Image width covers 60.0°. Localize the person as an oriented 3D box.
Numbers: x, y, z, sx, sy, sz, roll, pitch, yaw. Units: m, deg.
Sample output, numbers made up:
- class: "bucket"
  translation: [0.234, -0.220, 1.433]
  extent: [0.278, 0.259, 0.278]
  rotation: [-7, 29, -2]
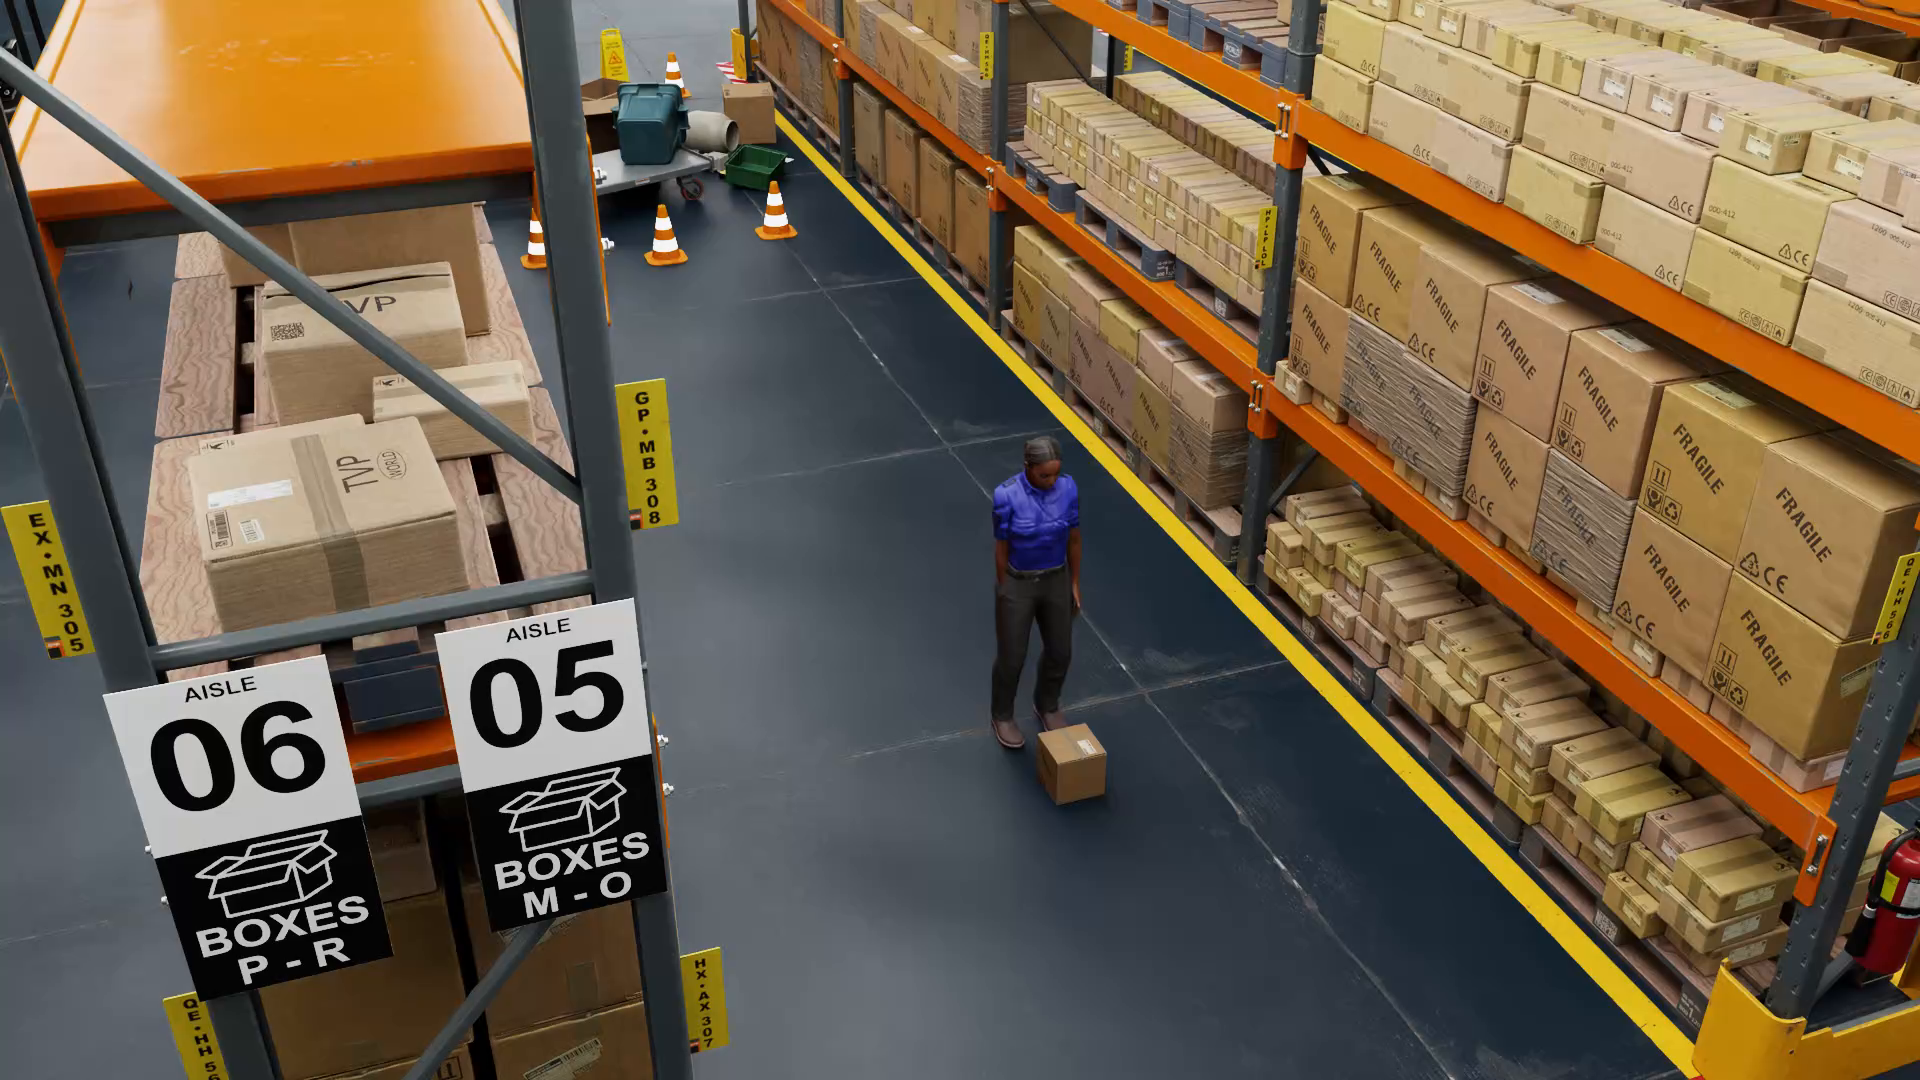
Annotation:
- class: "person"
  translation: [0.372, 0.232, 7.961]
  extent: [0.441, 1.646, 0.311]
  rotation: [-10, 31, -17]
